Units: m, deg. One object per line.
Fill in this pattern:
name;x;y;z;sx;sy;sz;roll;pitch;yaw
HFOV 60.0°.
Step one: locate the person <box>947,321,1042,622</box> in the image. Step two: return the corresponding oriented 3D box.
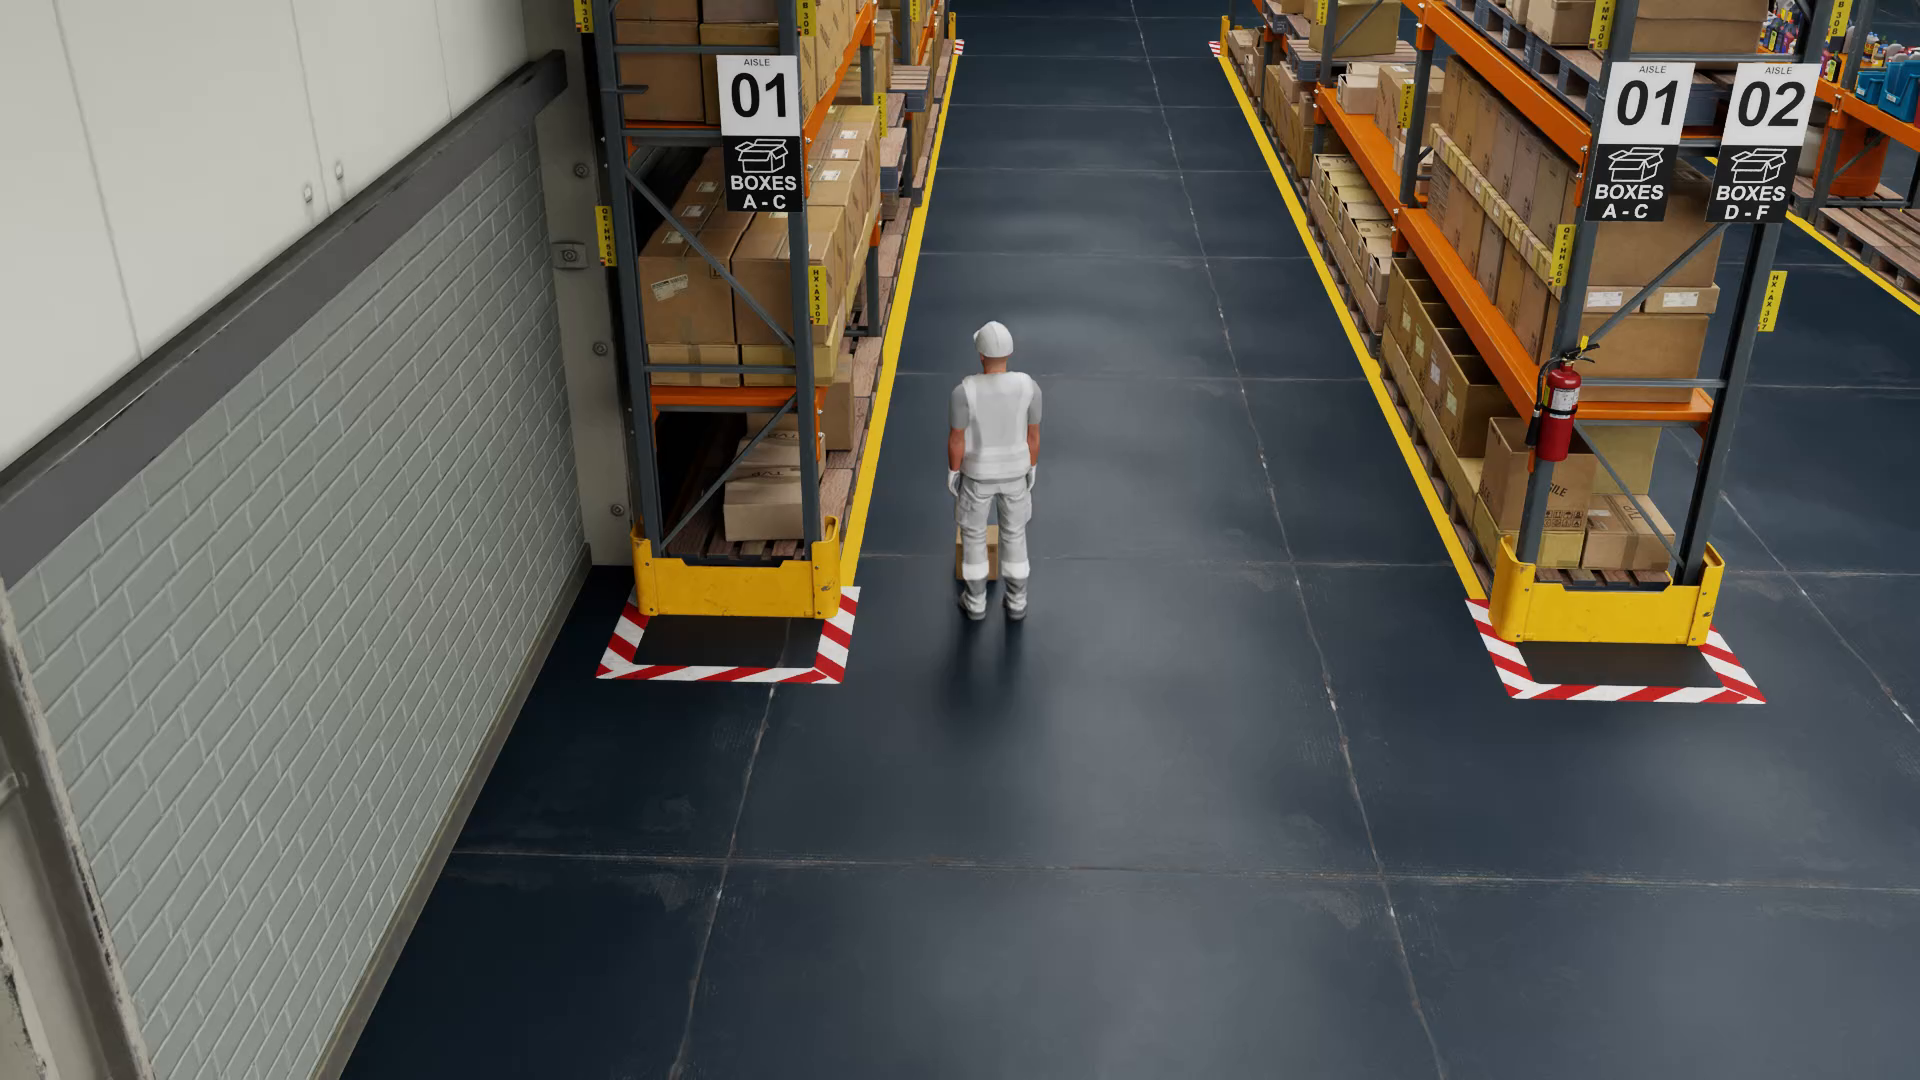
person;0.184;-0.382;9.323;0.524;1.786;0.352;-5;28;-9
